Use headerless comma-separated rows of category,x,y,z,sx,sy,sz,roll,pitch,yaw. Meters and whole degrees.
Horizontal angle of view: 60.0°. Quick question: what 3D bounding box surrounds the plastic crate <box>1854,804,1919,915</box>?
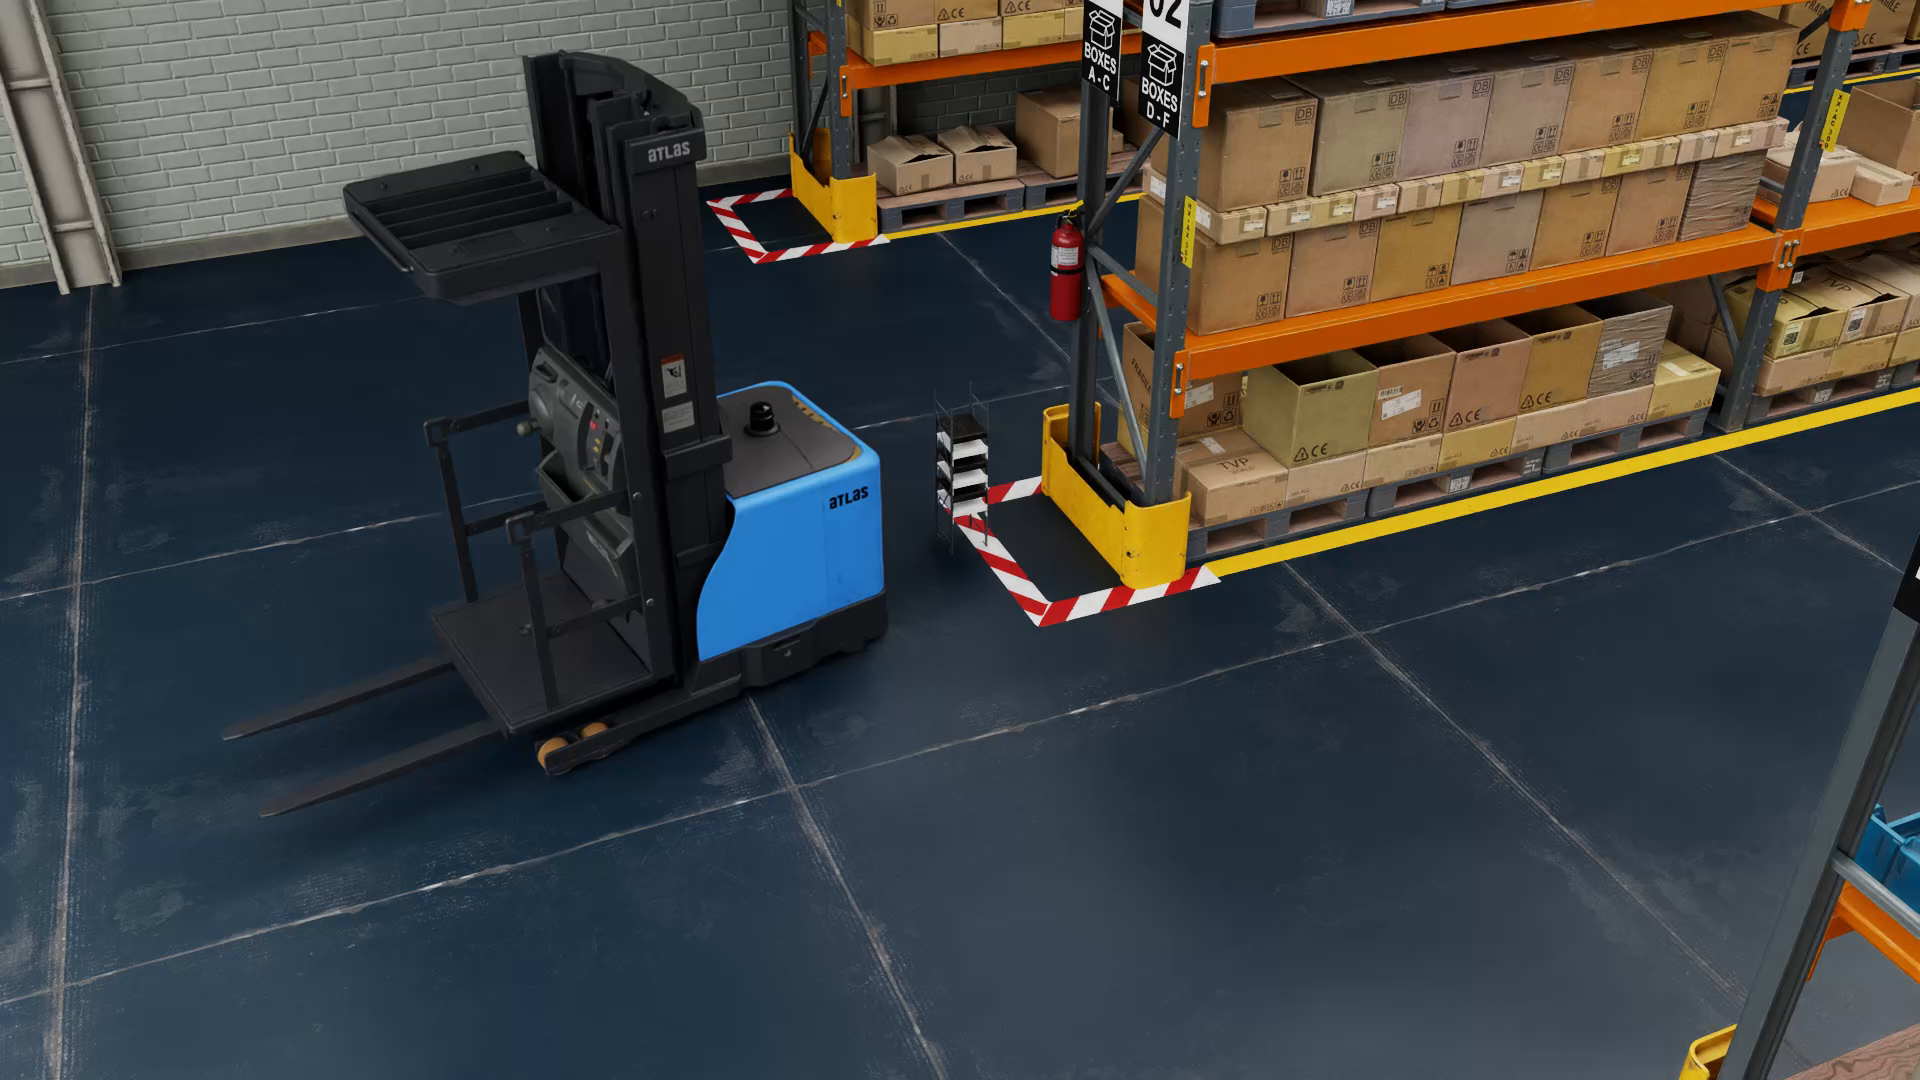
plastic crate,3.116,0.978,5.052,0.616,0.251,0.499,-13,35,-19

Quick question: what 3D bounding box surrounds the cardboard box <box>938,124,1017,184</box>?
cardboard box,0.134,-3.089,13.227,0.500,0.311,0.500,-10,34,-15

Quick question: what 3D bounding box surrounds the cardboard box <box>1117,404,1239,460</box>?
cardboard box,1.237,-0.606,9.484,0.500,0.250,0.500,-13,35,-19

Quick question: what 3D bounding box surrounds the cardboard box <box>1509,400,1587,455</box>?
cardboard box,3.281,-0.767,9.732,0.500,0.250,0.500,-13,35,-19

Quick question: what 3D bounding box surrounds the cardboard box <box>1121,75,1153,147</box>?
cardboard box,1.682,-3.552,13.766,0.500,0.500,0.500,-16,36,-22

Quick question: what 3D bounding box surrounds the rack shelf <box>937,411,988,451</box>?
rack shelf,0.007,-0.577,8.796,0.200,0.077,0.258,-13,35,-19

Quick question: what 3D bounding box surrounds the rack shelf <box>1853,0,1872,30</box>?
rack shelf,6.389,-3.543,9.772,4.000,0.370,1.077,-13,35,-19

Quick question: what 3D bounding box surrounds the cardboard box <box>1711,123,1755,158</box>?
cardboard box,4.148,-2.262,9.208,0.250,0.149,0.380,-14,35,-20

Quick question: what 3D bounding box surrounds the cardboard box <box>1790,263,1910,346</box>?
cardboard box,5.486,-1.488,10.327,0.500,0.311,0.500,-13,35,-19

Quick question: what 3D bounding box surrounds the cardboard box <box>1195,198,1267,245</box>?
cardboard box,1.302,-1.609,8.203,0.250,0.149,0.380,-13,35,-19

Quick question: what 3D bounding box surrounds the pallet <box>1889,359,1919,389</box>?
pallet,6.335,-1.431,11.173,1.213,0.211,1.003,-13,35,-19

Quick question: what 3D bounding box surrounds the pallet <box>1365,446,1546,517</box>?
pallet,2.668,-0.589,9.880,1.213,0.211,1.003,-13,35,-19

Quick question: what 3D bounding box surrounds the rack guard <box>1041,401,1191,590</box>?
rack guard,0.834,-0.267,9.121,0.348,0.500,1.175,-13,35,-19

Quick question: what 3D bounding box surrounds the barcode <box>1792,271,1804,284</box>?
barcode,4.941,-1.548,9.806,0.075,0.075,0.001,-13,35,-19

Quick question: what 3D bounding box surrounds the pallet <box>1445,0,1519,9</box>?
pallet,2.645,-2.936,8.261,1.213,0.211,1.003,-13,35,-19

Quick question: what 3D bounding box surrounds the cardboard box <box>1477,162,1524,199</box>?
cardboard box,2.719,-1.933,8.702,0.250,0.149,0.380,-13,35,-18

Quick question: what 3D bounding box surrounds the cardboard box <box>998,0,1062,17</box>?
cardboard box,0.430,-4.225,12.343,0.500,0.500,0.500,-14,36,-20

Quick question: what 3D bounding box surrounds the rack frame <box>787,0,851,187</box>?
rack frame,-1.065,-3.810,12.274,0.127,3.000,1.000,-13,35,-19

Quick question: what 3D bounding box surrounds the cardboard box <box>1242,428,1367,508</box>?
cardboard box,1.897,-0.453,9.249,0.500,0.250,0.500,-13,35,-19

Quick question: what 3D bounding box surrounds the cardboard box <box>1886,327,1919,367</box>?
cardboard box,5.961,-1.367,10.654,0.500,0.250,0.500,-14,36,-20

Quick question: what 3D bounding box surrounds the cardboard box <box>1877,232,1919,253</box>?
cardboard box,6.210,-1.974,11.074,0.500,0.311,0.500,-13,35,-20

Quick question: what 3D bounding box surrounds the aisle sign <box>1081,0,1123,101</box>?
aisle sign,0.682,-2.544,7.943,0.004,0.787,0.394,-13,35,-19

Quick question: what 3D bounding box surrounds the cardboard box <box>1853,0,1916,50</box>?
cardboard box,8.632,-5.227,16.037,0.750,0.750,0.750,-12,35,-17

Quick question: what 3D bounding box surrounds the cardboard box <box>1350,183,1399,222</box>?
cardboard box,2.008,-1.770,8.451,0.250,0.149,0.380,-13,35,-20

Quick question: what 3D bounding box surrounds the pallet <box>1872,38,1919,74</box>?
pallet,9.317,-4.974,16.620,1.213,0.211,1.003,-13,35,-19

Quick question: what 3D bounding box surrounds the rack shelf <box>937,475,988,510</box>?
rack shelf,0.007,-0.276,8.992,0.200,0.077,0.258,-13,35,-19

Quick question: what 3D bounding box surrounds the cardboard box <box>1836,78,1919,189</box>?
cardboard box,5.745,-2.472,10.125,0.500,0.500,0.500,-10,34,-16

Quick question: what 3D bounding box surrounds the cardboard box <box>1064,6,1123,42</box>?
cardboard box,0.920,-4.026,12.725,0.500,0.250,0.500,-13,35,-19

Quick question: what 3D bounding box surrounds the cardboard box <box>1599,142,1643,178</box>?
cardboard box,3.438,-2.099,8.958,0.250,0.149,0.380,-13,35,-19

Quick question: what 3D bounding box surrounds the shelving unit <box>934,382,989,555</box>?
shelving unit,0.007,-0.379,8.925,0.210,0.900,0.258,-13,35,-19

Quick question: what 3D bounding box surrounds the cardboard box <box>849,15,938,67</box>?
cardboard box,-0.492,-3.699,12.222,0.500,0.250,0.500,-14,36,-20

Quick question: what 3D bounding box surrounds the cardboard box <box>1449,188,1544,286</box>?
cardboard box,2.718,-1.783,9.065,0.500,0.500,0.700,-12,35,-18

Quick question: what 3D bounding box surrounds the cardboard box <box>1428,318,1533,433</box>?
cardboard box,2.821,-0.975,9.364,0.500,0.500,0.500,-13,35,-19

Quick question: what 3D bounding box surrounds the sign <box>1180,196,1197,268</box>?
sign,1.066,-1.436,7.758,0.005,0.325,0.100,-13,35,-19

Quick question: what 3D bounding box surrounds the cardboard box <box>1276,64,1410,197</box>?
cardboard box,1.823,-2.123,8.399,0.500,0.500,0.700,-14,36,-20

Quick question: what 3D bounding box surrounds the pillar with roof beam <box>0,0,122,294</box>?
pillar with roof beam,-4.620,-3.476,6.259,0.400,9.000,9.100,-13,35,-19

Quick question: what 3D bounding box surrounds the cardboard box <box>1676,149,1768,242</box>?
cardboard box,4.138,-2.110,9.568,0.500,0.500,0.700,-14,36,-20

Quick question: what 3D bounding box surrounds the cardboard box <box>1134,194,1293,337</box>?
cardboard box,1.292,-1.454,8.561,0.500,0.500,0.700,-13,35,-19

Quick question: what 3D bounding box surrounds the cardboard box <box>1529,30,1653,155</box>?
cardboard box,3.210,-2.441,8.888,0.500,0.500,0.700,-13,35,-19

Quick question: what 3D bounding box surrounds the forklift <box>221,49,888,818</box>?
forklift,-1.868,-0.493,7.239,3.031,2.935,1.130,-20,38,-28

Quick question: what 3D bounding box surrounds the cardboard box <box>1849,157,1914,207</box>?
cardboard box,5.441,-2.144,9.943,0.250,0.149,0.380,-13,35,-19

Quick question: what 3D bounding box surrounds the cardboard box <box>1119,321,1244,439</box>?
cardboard box,1.236,-0.921,9.281,0.500,0.500,0.500,-13,35,-19

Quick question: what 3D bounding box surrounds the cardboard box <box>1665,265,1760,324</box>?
cardboard box,4.807,-1.653,10.580,0.500,0.311,0.500,-13,35,-19

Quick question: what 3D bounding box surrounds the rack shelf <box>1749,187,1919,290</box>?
rack shelf,6.389,-2.285,10.590,4.000,0.370,1.077,-13,35,-19
